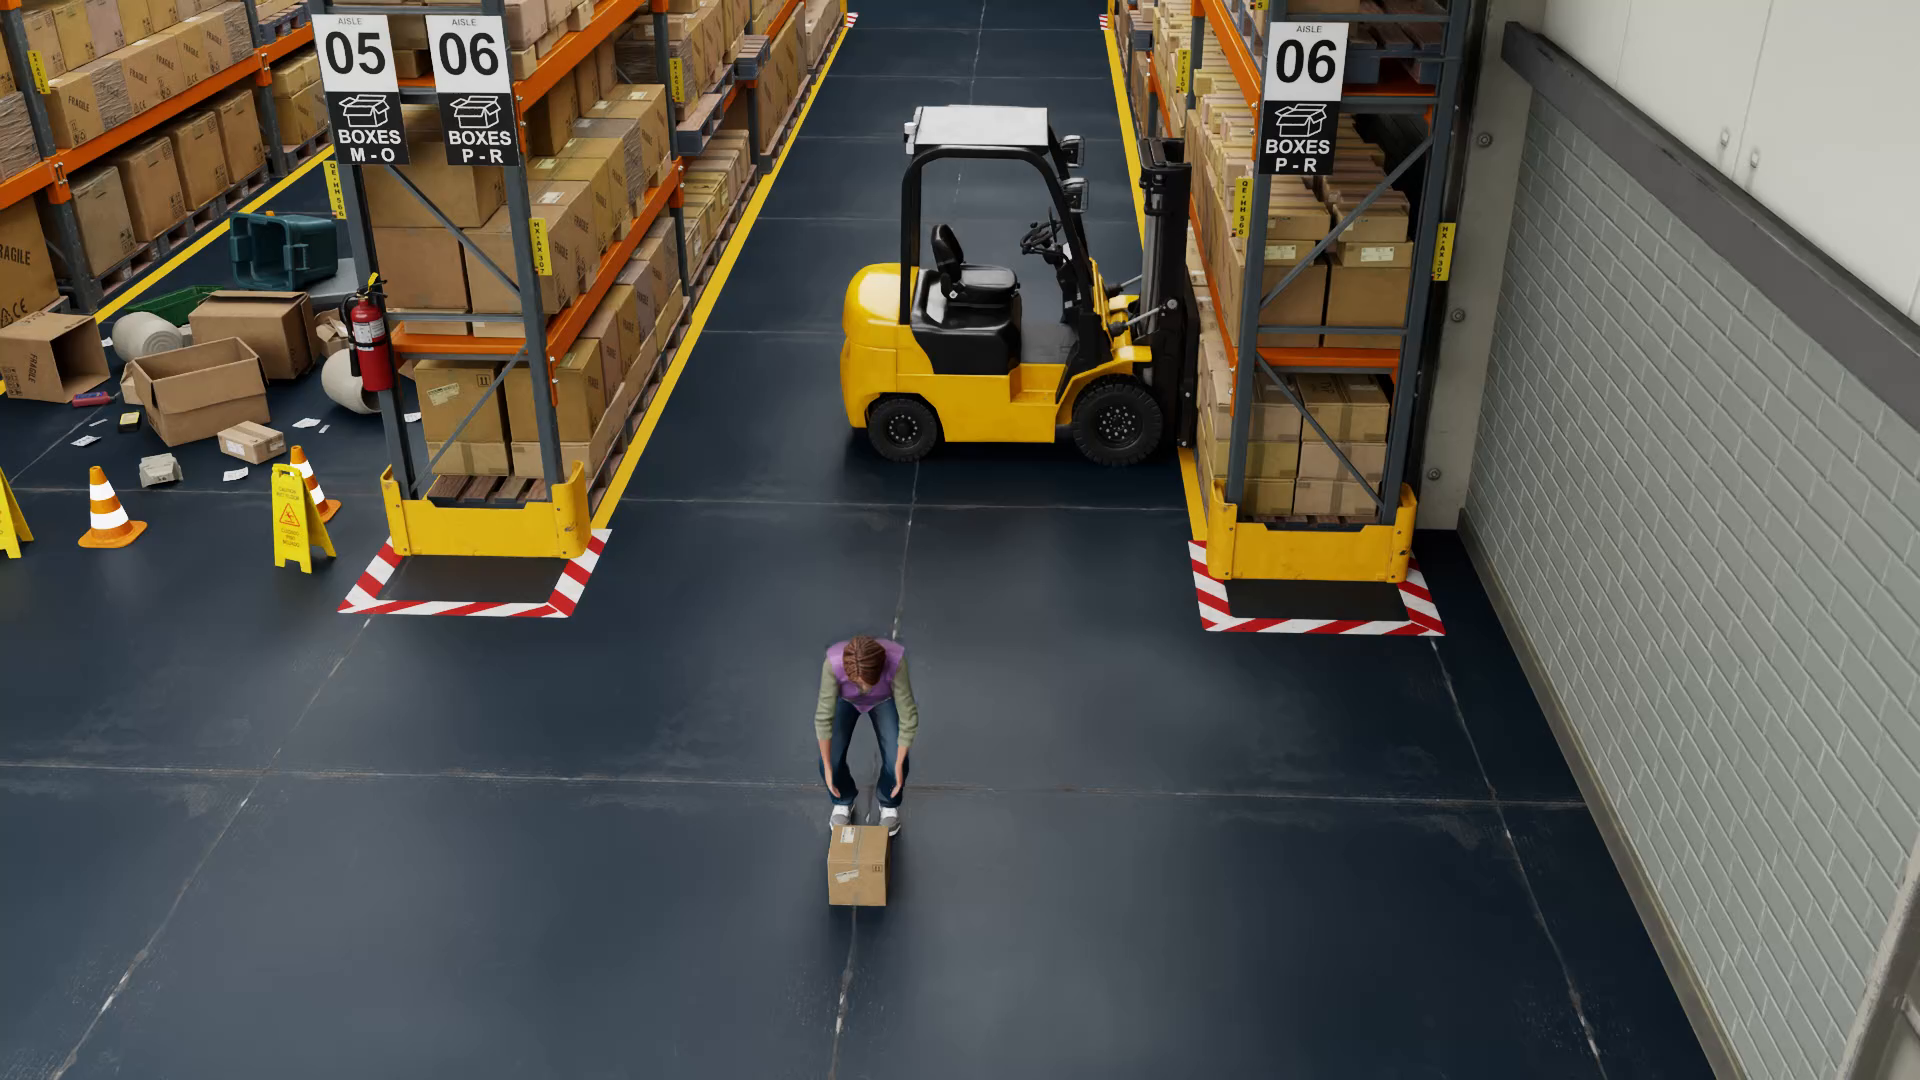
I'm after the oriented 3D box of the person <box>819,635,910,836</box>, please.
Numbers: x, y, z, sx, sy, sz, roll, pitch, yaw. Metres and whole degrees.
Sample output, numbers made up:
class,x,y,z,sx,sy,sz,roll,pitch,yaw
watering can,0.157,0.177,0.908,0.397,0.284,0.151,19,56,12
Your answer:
class,x,y,z,sx,sy,sz,roll,pitch,yaw
person,-0.420,0.830,7.534,0.446,1.186,0.714,1,28,2
